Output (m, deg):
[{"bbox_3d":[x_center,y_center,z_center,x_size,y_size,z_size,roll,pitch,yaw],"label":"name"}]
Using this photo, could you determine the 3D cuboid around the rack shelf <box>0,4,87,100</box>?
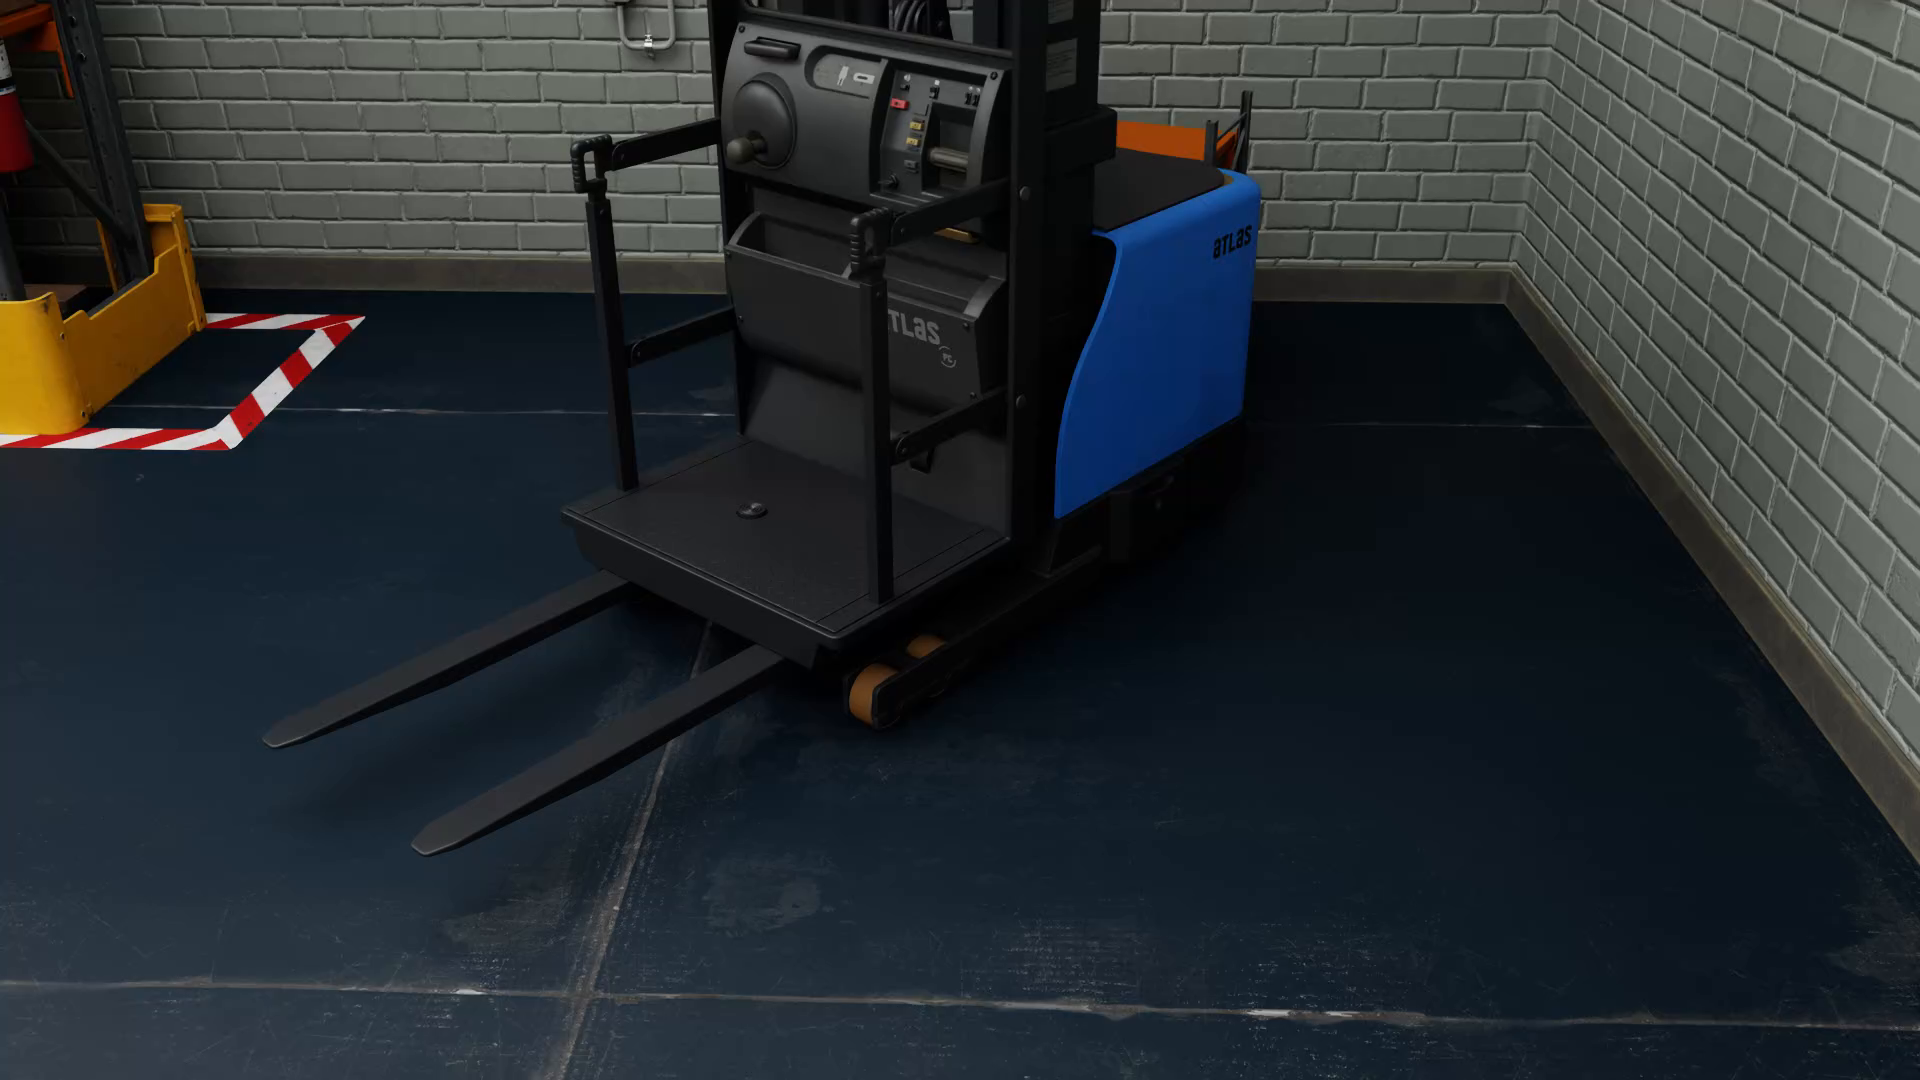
[{"bbox_3d":[-5.355,-1.692,6.007,4.000,0.370,1.077,1,28,2],"label":"rack shelf"}]

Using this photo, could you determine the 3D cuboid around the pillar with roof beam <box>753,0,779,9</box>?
[{"bbox_3d":[-0.779,-2.972,1.249,0.400,9.000,9.100,1,28,2],"label":"pillar with roof beam"}]

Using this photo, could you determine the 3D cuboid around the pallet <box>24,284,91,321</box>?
[{"bbox_3d":[-4.158,-0.721,6.385,1.213,0.211,1.003,1,28,2],"label":"pallet"}]

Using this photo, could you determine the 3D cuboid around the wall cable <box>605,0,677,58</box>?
[{"bbox_3d":[-2.043,-2.847,6.333,1.851,1.984,0.084,1,28,2],"label":"wall cable"}]

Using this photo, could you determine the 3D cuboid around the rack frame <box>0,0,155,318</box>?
[{"bbox_3d":[-3.356,-1.976,5.776,0.127,3.000,1.000,1,28,2],"label":"rack frame"}]

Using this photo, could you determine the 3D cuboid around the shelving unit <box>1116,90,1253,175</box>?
[{"bbox_3d":[0.444,-1.058,6.043,1.048,1.125,0.538,11,30,20],"label":"shelving unit"}]

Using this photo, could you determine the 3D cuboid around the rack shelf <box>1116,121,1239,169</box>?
[{"bbox_3d":[0.444,-1.317,5.906,1.000,0.278,0.538,11,30,20],"label":"rack shelf"}]

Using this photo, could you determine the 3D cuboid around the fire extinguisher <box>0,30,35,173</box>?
[{"bbox_3d":[-3.222,-1.559,5.469,0.183,0.674,0.296,1,28,2],"label":"fire extinguisher"}]

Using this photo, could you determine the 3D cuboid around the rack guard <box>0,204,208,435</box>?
[{"bbox_3d":[-3.332,-0.872,6.360,0.348,0.500,1.175,1,28,2],"label":"rack guard"}]

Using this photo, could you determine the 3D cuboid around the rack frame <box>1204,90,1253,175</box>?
[{"bbox_3d":[0.912,-0.966,5.867,0.032,1.125,0.500,11,30,20],"label":"rack frame"}]

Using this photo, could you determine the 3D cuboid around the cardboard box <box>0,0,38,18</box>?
[{"bbox_3d":[-3.866,-2.113,5.713,0.700,0.700,0.980,2,28,4],"label":"cardboard box"}]

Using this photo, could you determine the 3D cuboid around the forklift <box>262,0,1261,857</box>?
[{"bbox_3d":[-0.405,-1.072,4.142,1.130,2.935,3.031,22,35,35],"label":"forklift"}]
